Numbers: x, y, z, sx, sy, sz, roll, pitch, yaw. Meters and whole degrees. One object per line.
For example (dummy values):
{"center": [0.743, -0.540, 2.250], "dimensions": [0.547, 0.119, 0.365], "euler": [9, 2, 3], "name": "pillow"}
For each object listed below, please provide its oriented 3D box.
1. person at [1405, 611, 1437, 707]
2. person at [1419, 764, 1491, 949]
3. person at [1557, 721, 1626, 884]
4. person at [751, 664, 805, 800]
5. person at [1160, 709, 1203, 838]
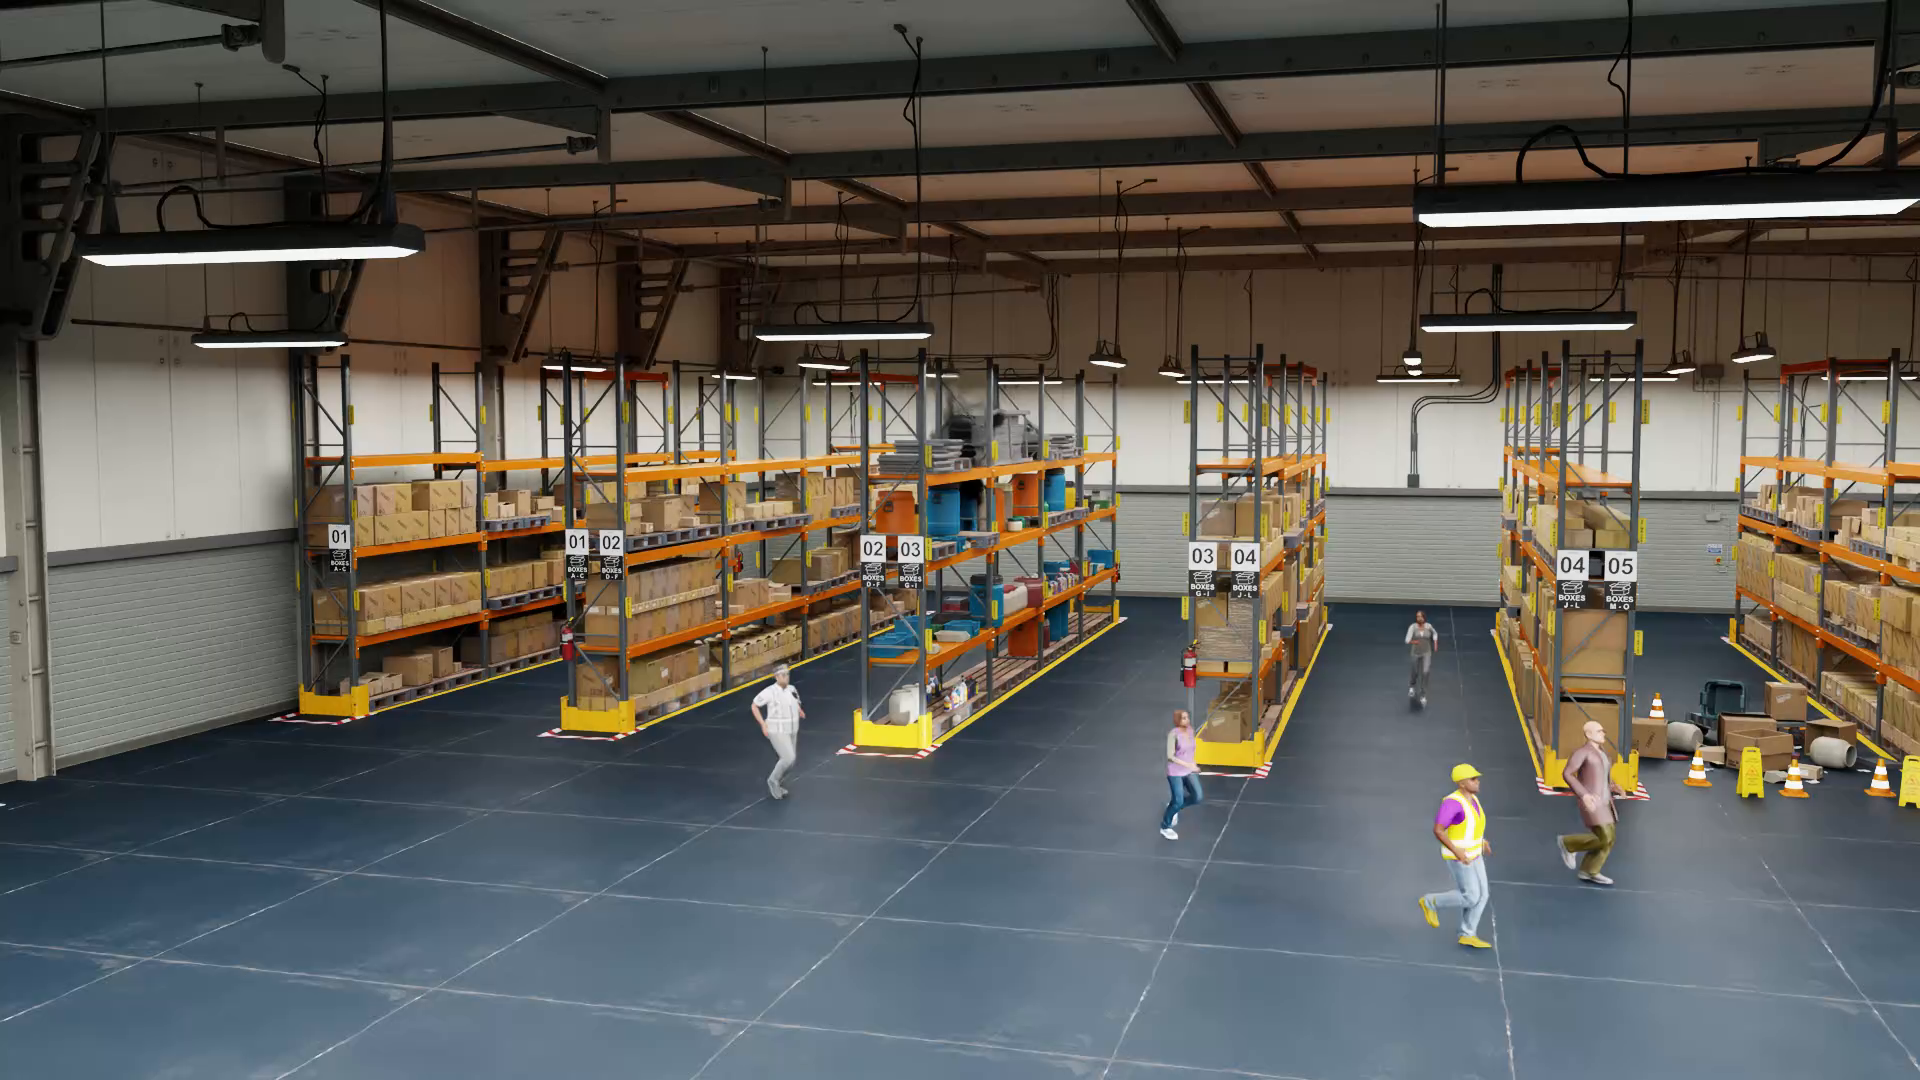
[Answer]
{"center": [8.029, 2.032, 28.975], "dimensions": [0.548, 1.628, 0.851], "euler": [1, 4, 13], "name": "person"}
{"center": [4.722, 2.973, 15.760], "dimensions": [0.677, 1.726, 0.697], "euler": [4, 6, 40], "name": "person"}
{"center": [6.779, 2.848, 17.846], "dimensions": [0.710, 1.648, 0.637], "euler": [-4, 6, -42], "name": "person"}
{"center": [-2.286, 2.498, 21.678], "dimensions": [0.680, 1.772, 0.647], "euler": [3, 6, 39], "name": "person"}
{"center": [2.642, 2.760, 19.624], "dimensions": [0.567, 1.552, 0.630], "euler": [-3, 5, -39], "name": "person"}
